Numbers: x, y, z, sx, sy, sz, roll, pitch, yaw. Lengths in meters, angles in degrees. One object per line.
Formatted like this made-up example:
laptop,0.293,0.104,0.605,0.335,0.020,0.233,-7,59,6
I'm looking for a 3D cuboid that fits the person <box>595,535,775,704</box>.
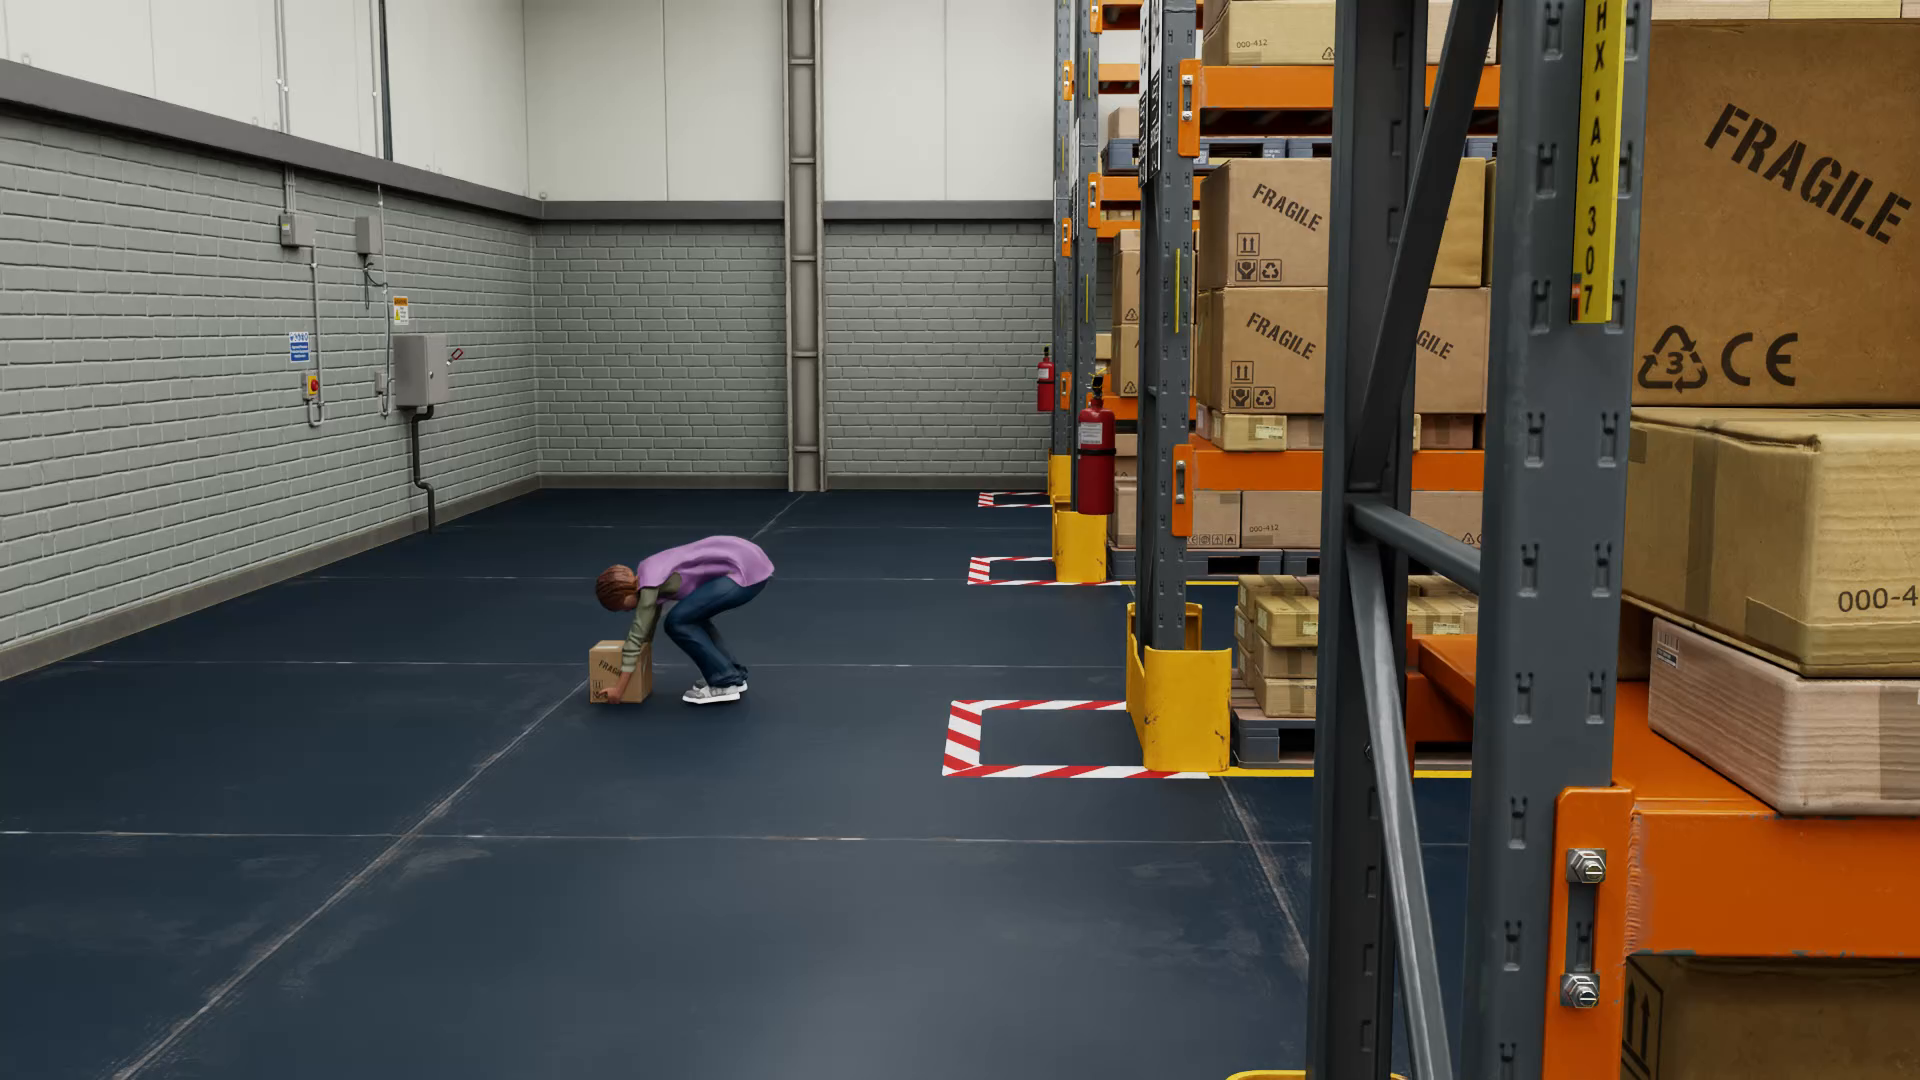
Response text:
person,-1.326,0.384,8.033,0.864,0.807,0.432,0,7,-1
